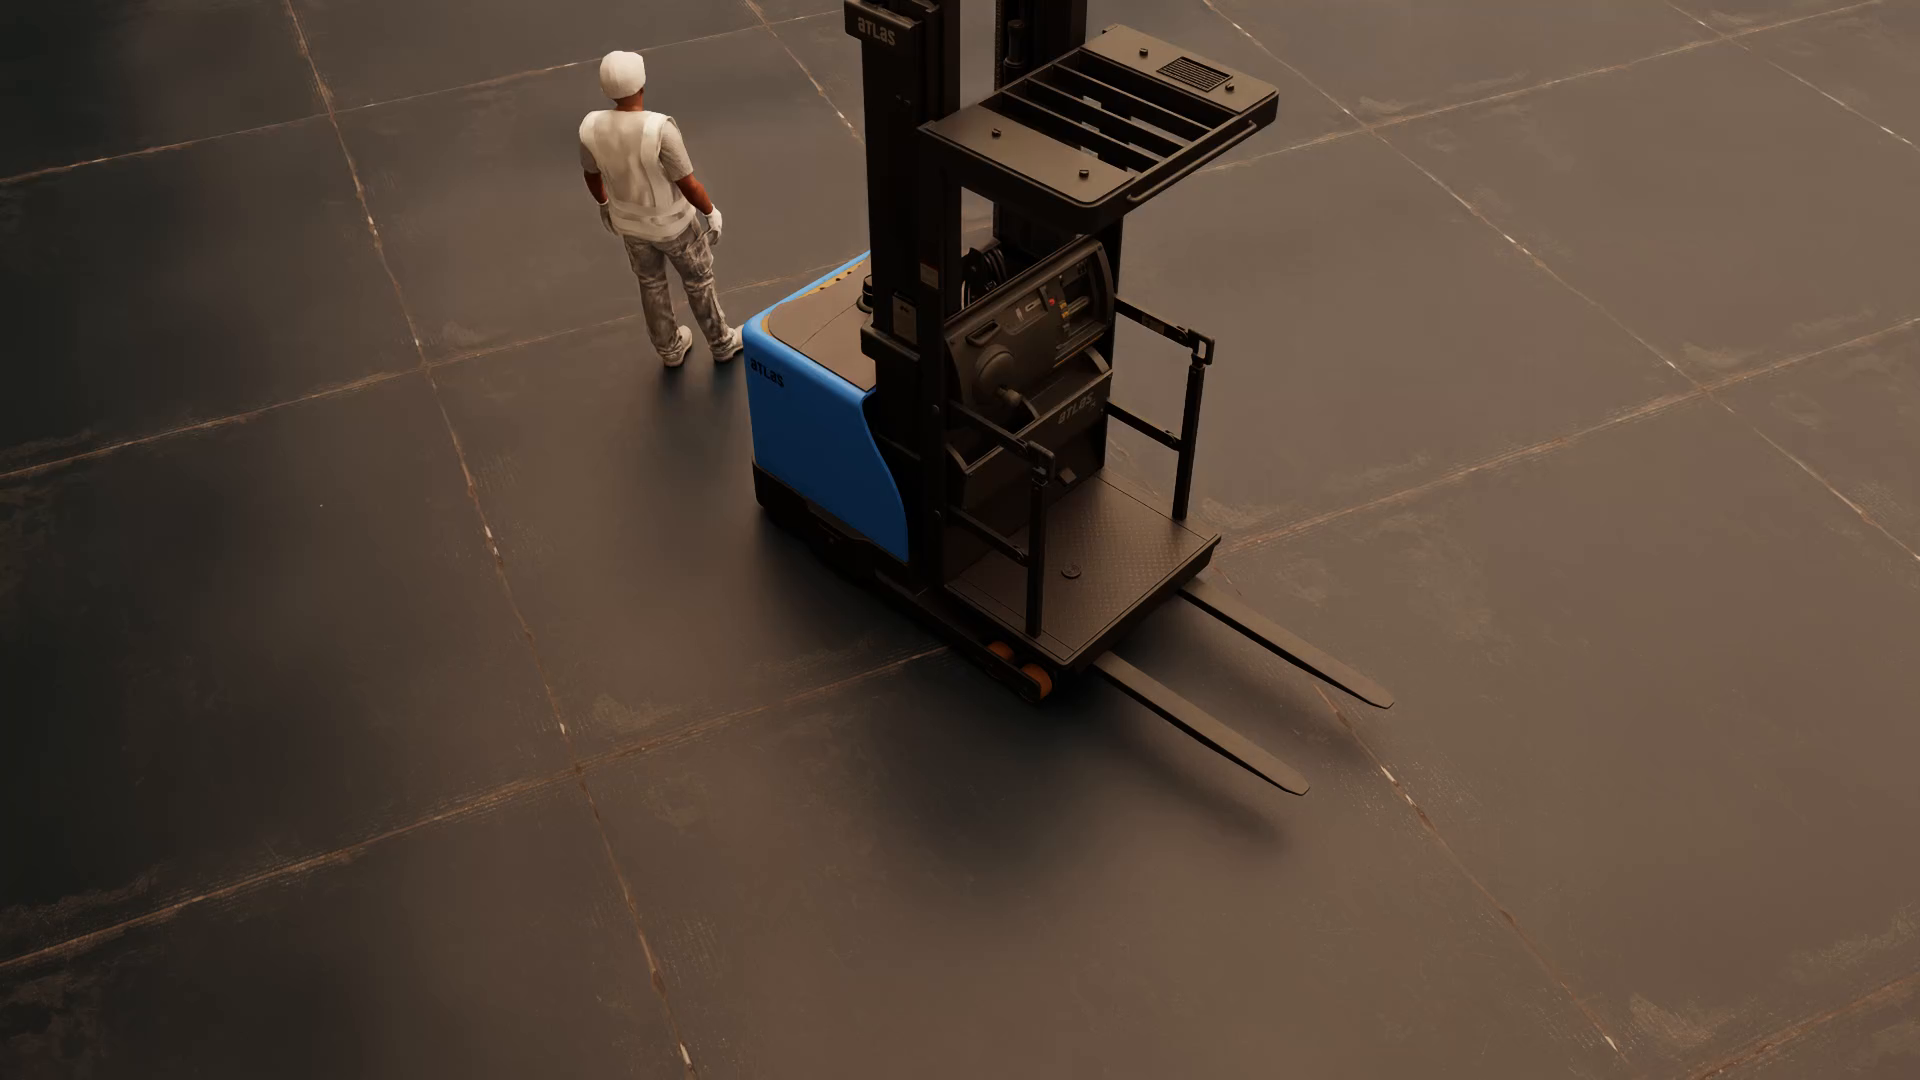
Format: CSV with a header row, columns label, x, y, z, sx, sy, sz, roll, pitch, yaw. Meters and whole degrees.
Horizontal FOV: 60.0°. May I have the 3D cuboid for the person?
label,x,y,z,sx,sy,sz,roll,pitch,yaw
person,-1.481,-1.645,8.274,0.656,1.782,0.577,12,44,13

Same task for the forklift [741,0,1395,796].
label,x,y,z,sx,sy,sz,roll,pitch,yaw
forklift,0.445,-0.788,6.525,3.031,2.935,1.130,32,52,30
